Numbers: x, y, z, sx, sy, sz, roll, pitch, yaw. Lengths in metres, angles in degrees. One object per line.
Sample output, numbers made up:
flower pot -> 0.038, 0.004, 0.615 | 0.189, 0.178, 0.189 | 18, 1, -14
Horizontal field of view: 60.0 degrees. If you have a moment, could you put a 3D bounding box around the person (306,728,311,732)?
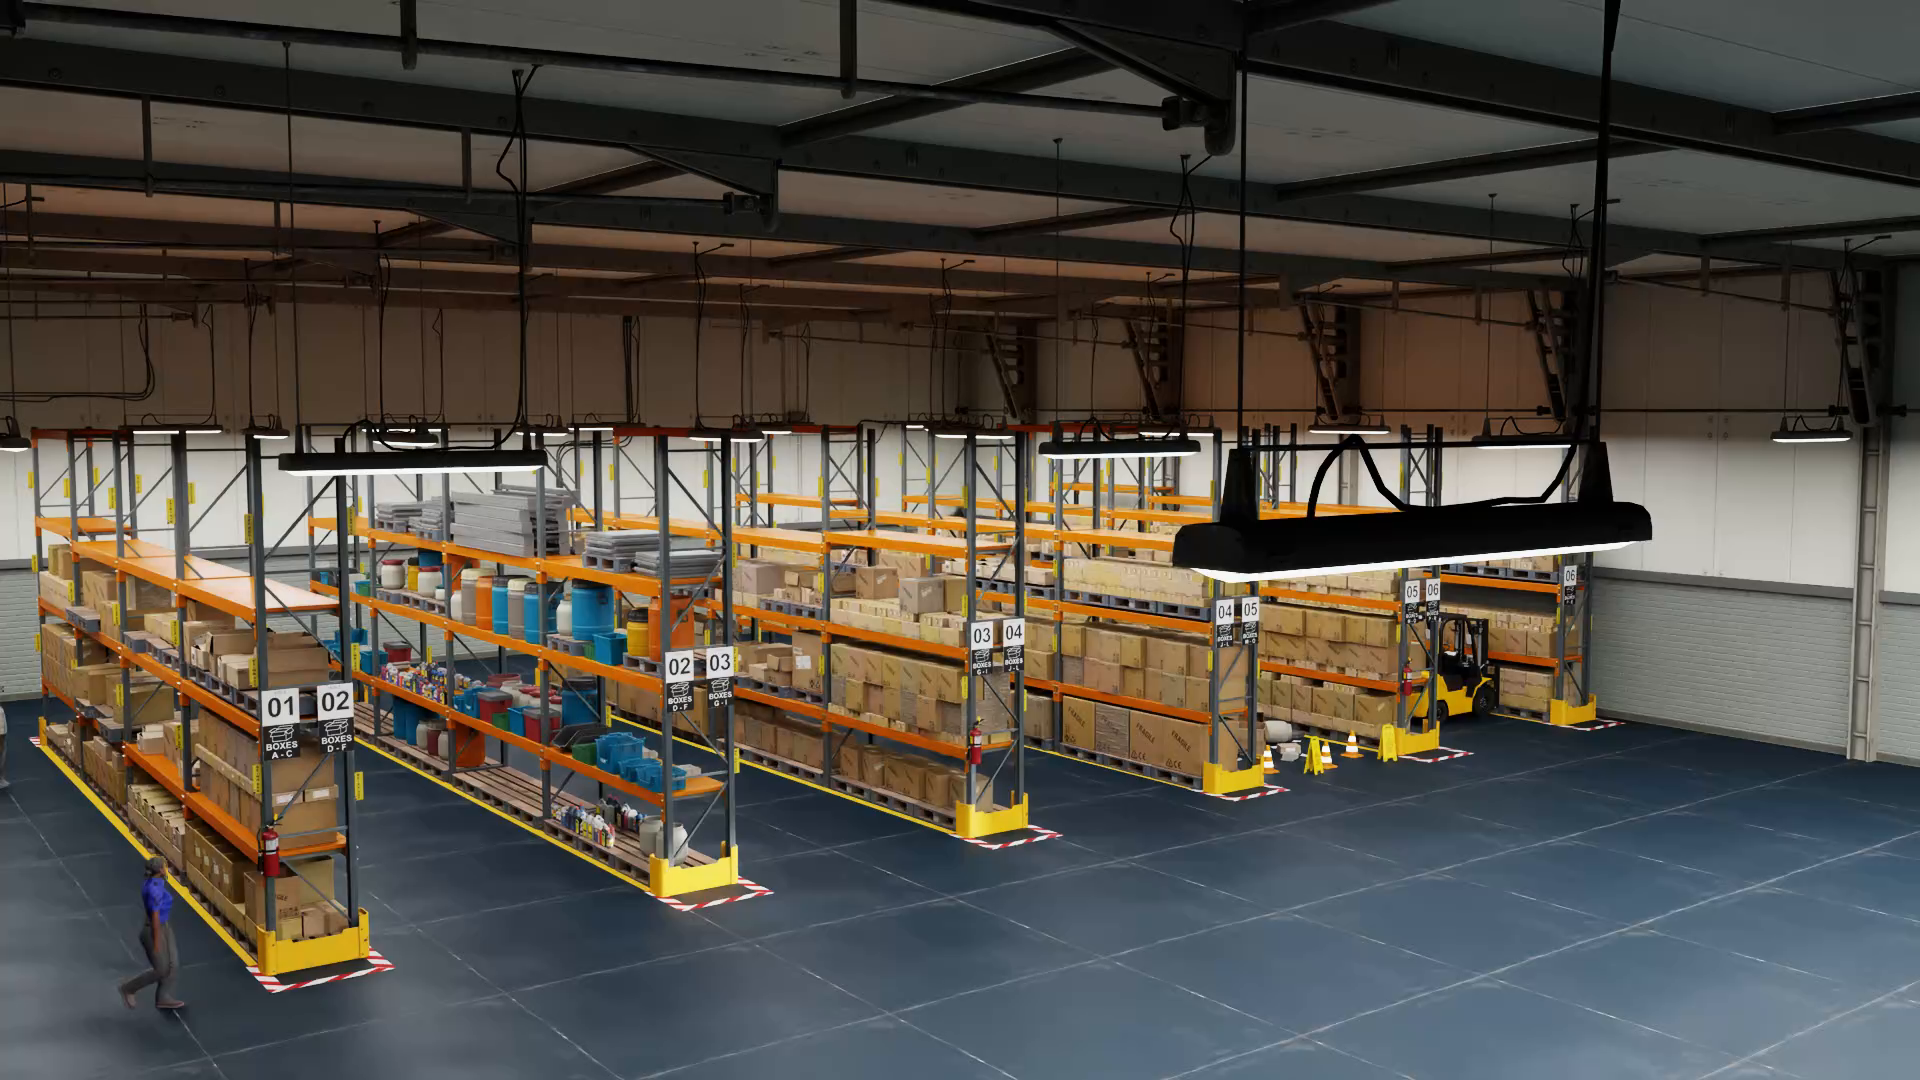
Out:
person -> -10.717, 3.364, 26.909 | 0.479, 1.682, 0.473 | 0, 4, 3

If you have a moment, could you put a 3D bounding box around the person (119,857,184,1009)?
person -> -8.508, 4.135, 17.476 | 0.587, 1.628, 0.476 | 0, 4, -4

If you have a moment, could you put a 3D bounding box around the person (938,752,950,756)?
person -> -0.270, 3.061, 30.213 | 0.557, 1.777, 0.669 | 0, 4, -4

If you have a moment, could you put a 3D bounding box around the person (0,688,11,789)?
person -> -16.163, 3.273, 27.854 | 0.440, 1.796, 0.593 | 0, 4, -1
